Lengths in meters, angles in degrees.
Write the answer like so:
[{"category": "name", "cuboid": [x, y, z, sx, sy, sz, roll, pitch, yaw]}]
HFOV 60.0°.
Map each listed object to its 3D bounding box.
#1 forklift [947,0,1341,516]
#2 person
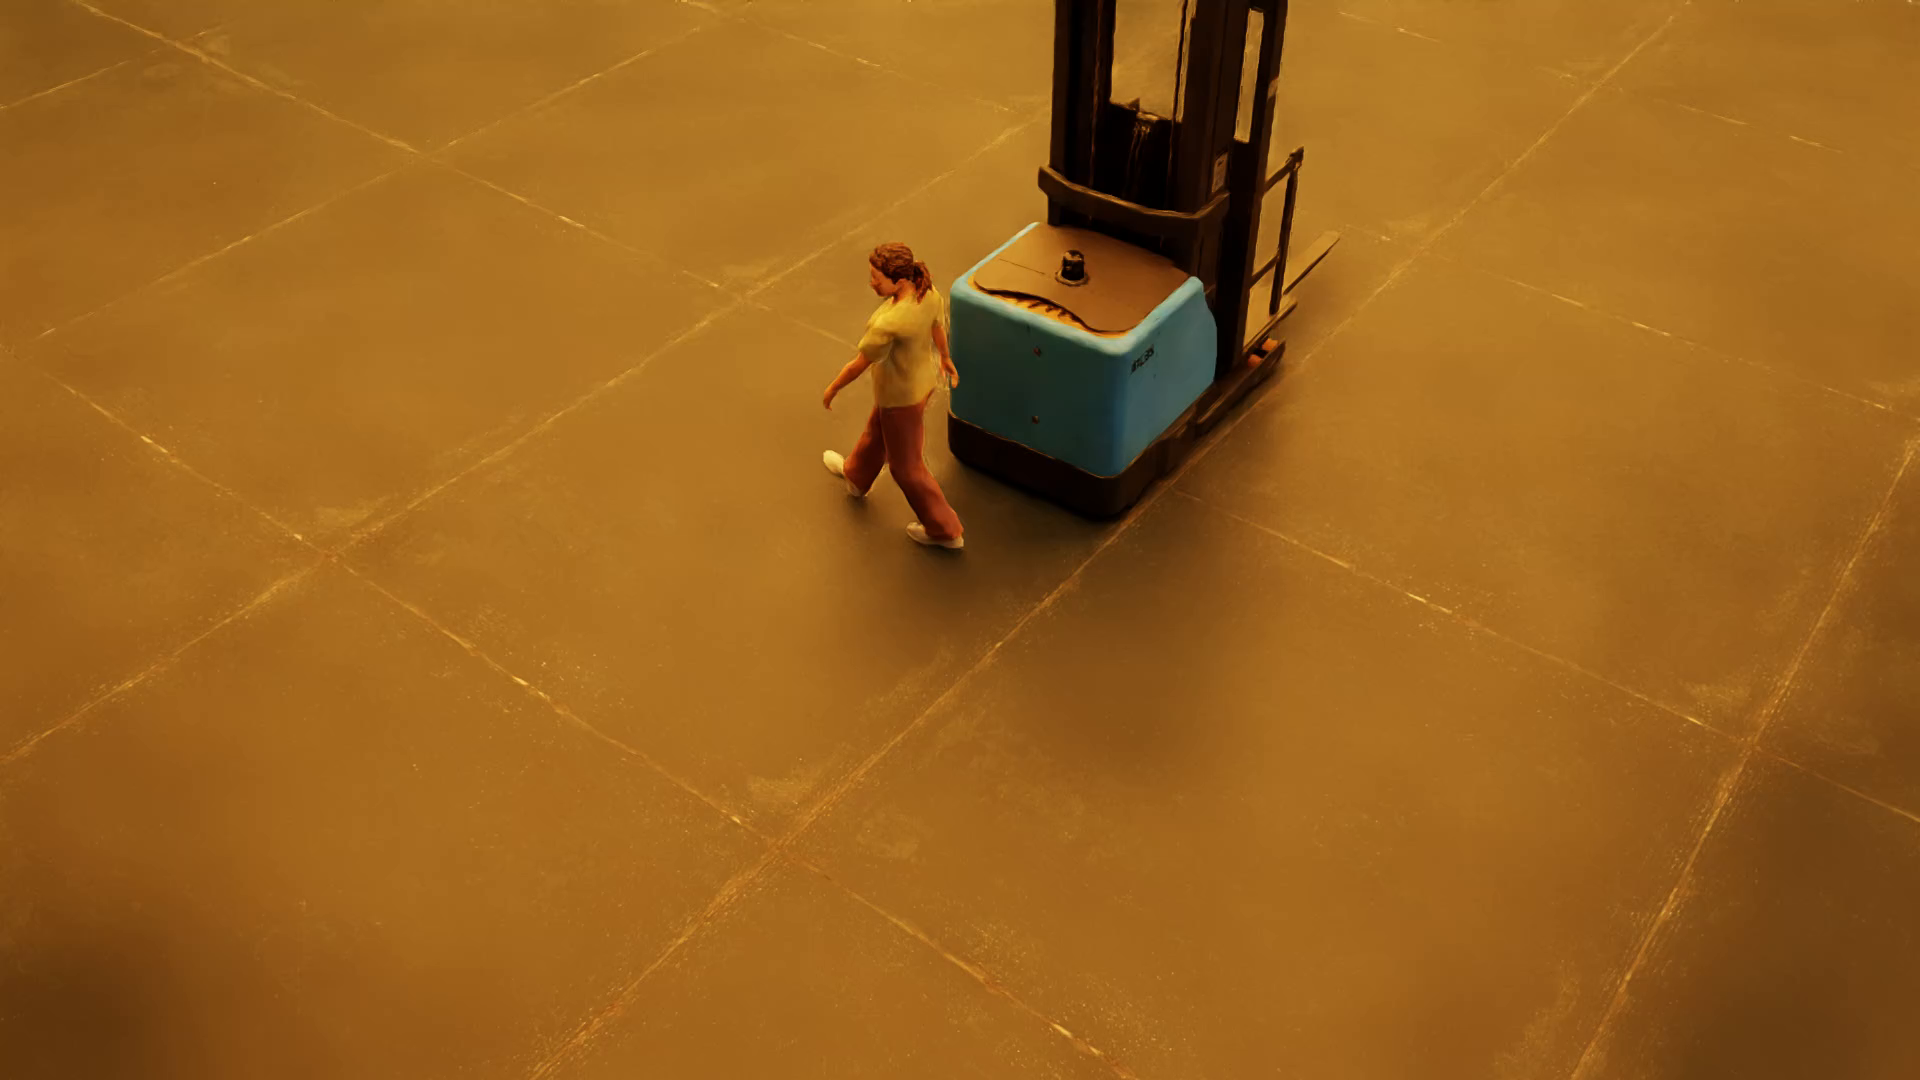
[{"category": "forklift", "cuboid": [1.193, -2.154, 8.601, 1.130, 2.935, 3.031, 25, 46, 26]}, {"category": "person", "cuboid": [-0.343, -0.761, 7.983, 0.890, 1.622, 0.603, 16, 43, 17]}]
